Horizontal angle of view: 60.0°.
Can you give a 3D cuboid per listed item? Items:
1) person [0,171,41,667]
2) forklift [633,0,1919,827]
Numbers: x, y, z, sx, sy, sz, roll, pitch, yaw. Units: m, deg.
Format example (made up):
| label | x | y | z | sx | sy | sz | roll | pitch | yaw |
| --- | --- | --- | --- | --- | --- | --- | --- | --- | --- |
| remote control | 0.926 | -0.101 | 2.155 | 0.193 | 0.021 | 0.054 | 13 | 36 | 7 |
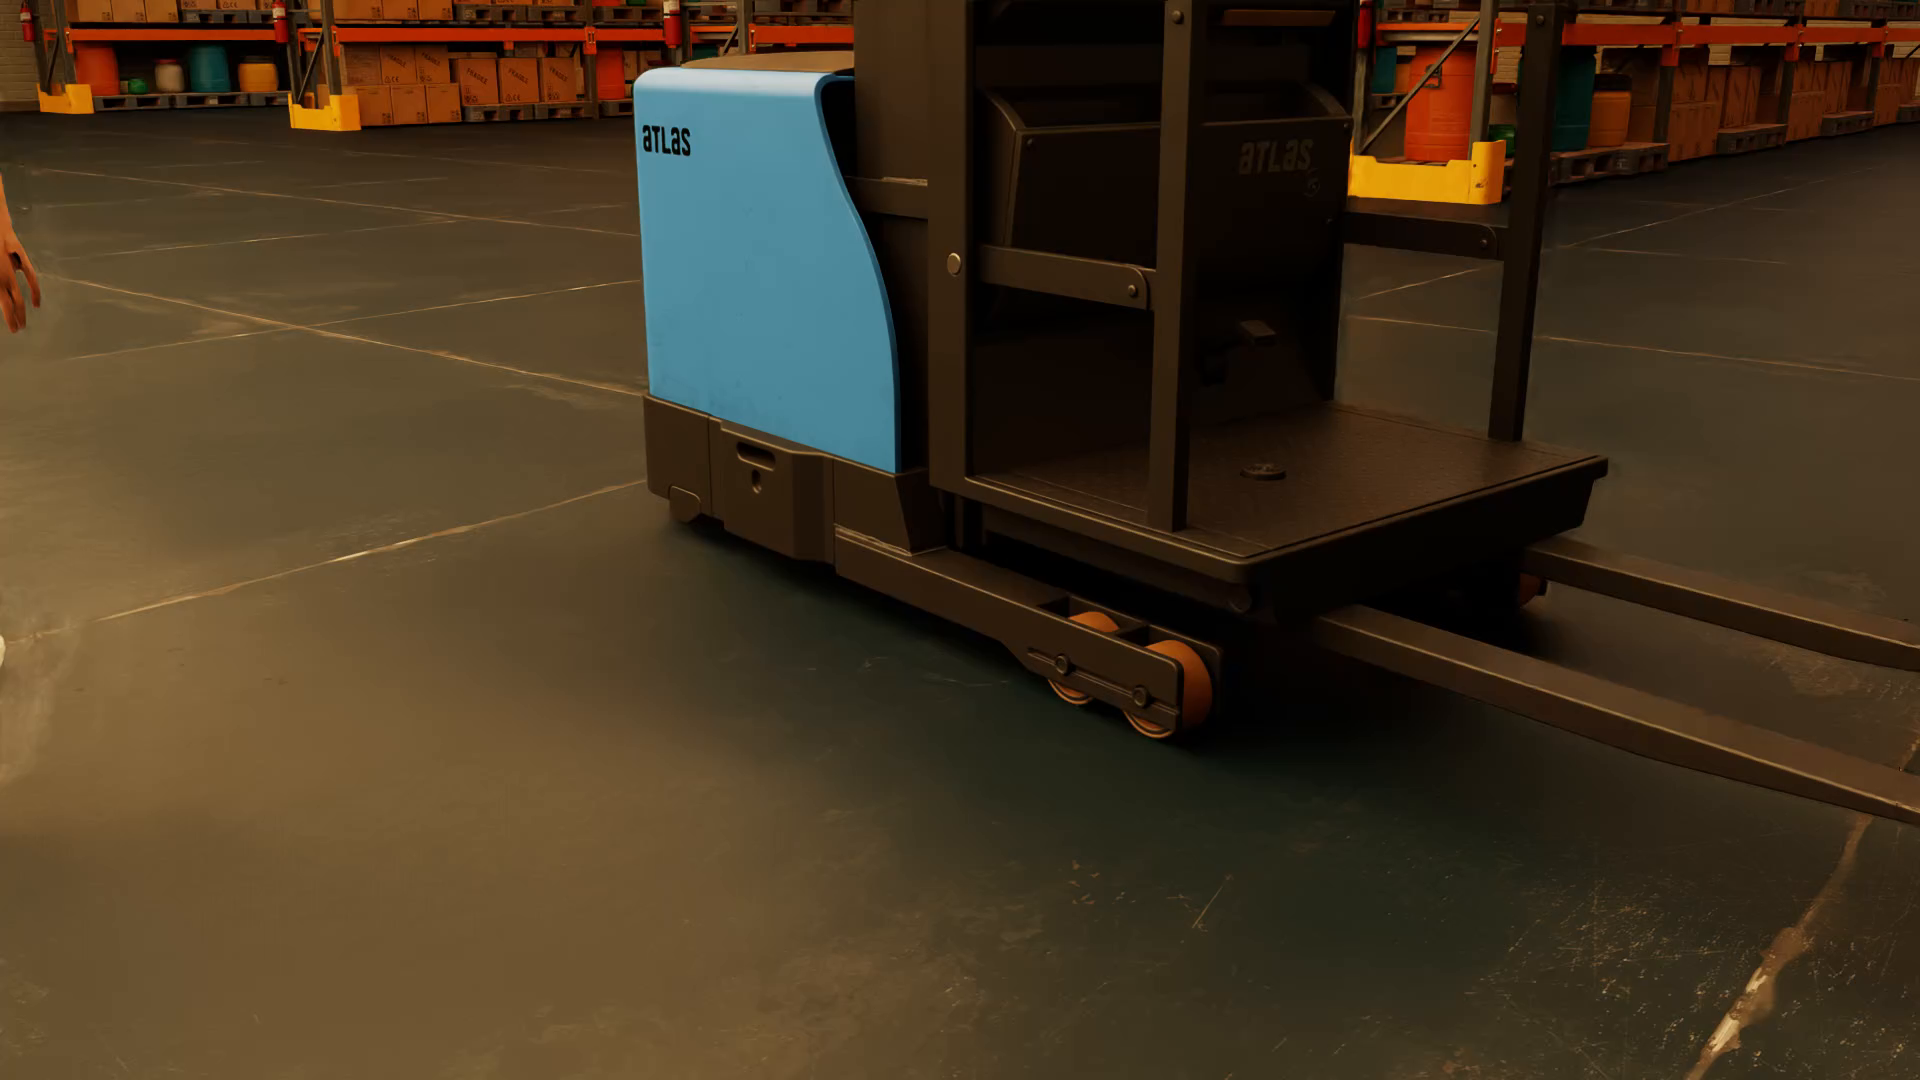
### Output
| label | x | y | z | sx | sy | sz | roll | pitch | yaw |
| --- | --- | --- | --- | --- | --- | --- | --- | --- | --- |
| person | -1.777 | -0.342 | 2.400 | 0.714 | 1.571 | 0.534 | 10 | 19 | 29 |
| forklift | 0.554 | -1.229 | 2.944 | 1.130 | 2.935 | 3.031 | -14 | 22 | -38 |
